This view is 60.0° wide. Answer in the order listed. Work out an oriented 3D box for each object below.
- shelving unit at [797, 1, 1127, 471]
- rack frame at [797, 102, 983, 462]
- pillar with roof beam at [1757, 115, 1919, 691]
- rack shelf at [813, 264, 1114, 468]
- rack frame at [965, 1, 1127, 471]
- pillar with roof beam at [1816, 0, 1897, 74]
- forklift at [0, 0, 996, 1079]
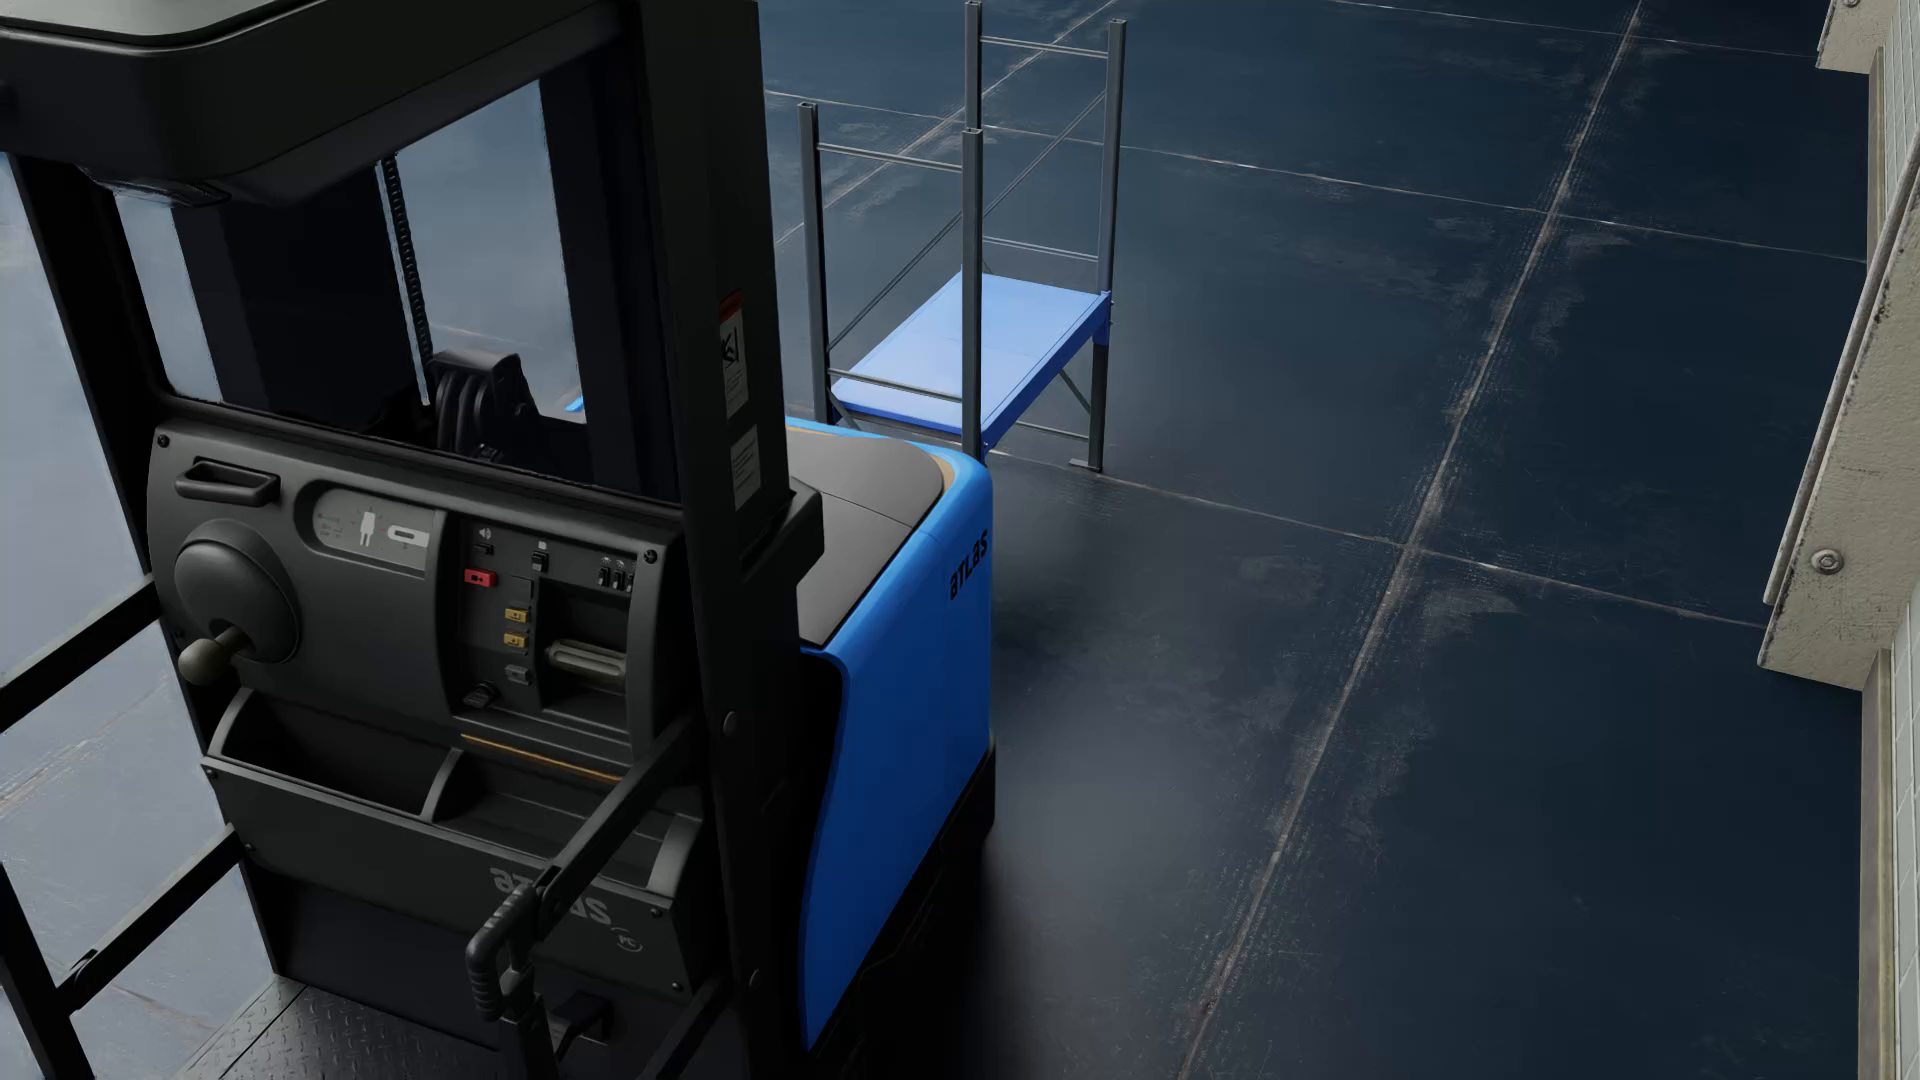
[{"bbox_3d":[0.036,-0.670,4.904,0.538,1.500,1.048,14,36,20],"label":"shelving unit"},{"bbox_3d":[-0.177,-0.417,4.517,0.500,1.500,0.032,14,36,20],"label":"rack frame"},{"bbox_3d":[-1.431,-4.457,3.841,9.100,9.000,0.400,14,36,20],"label":"pillar with roof beam"},{"bbox_3d":[0.036,-0.519,5.002,0.538,0.185,1.000,14,36,20],"label":"rack shelf"},{"bbox_3d":[0.248,-0.923,5.290,0.500,1.500,0.032,14,36,20],"label":"rack frame"},{"bbox_3d":[1.079,-7.445,8.398,9.100,9.000,0.400,14,36,20],"label":"pillar with roof beam"},{"bbox_3d":[-0.932,0.143,2.359,1.130,2.935,3.031,12,35,18],"label":"forklift"}]
